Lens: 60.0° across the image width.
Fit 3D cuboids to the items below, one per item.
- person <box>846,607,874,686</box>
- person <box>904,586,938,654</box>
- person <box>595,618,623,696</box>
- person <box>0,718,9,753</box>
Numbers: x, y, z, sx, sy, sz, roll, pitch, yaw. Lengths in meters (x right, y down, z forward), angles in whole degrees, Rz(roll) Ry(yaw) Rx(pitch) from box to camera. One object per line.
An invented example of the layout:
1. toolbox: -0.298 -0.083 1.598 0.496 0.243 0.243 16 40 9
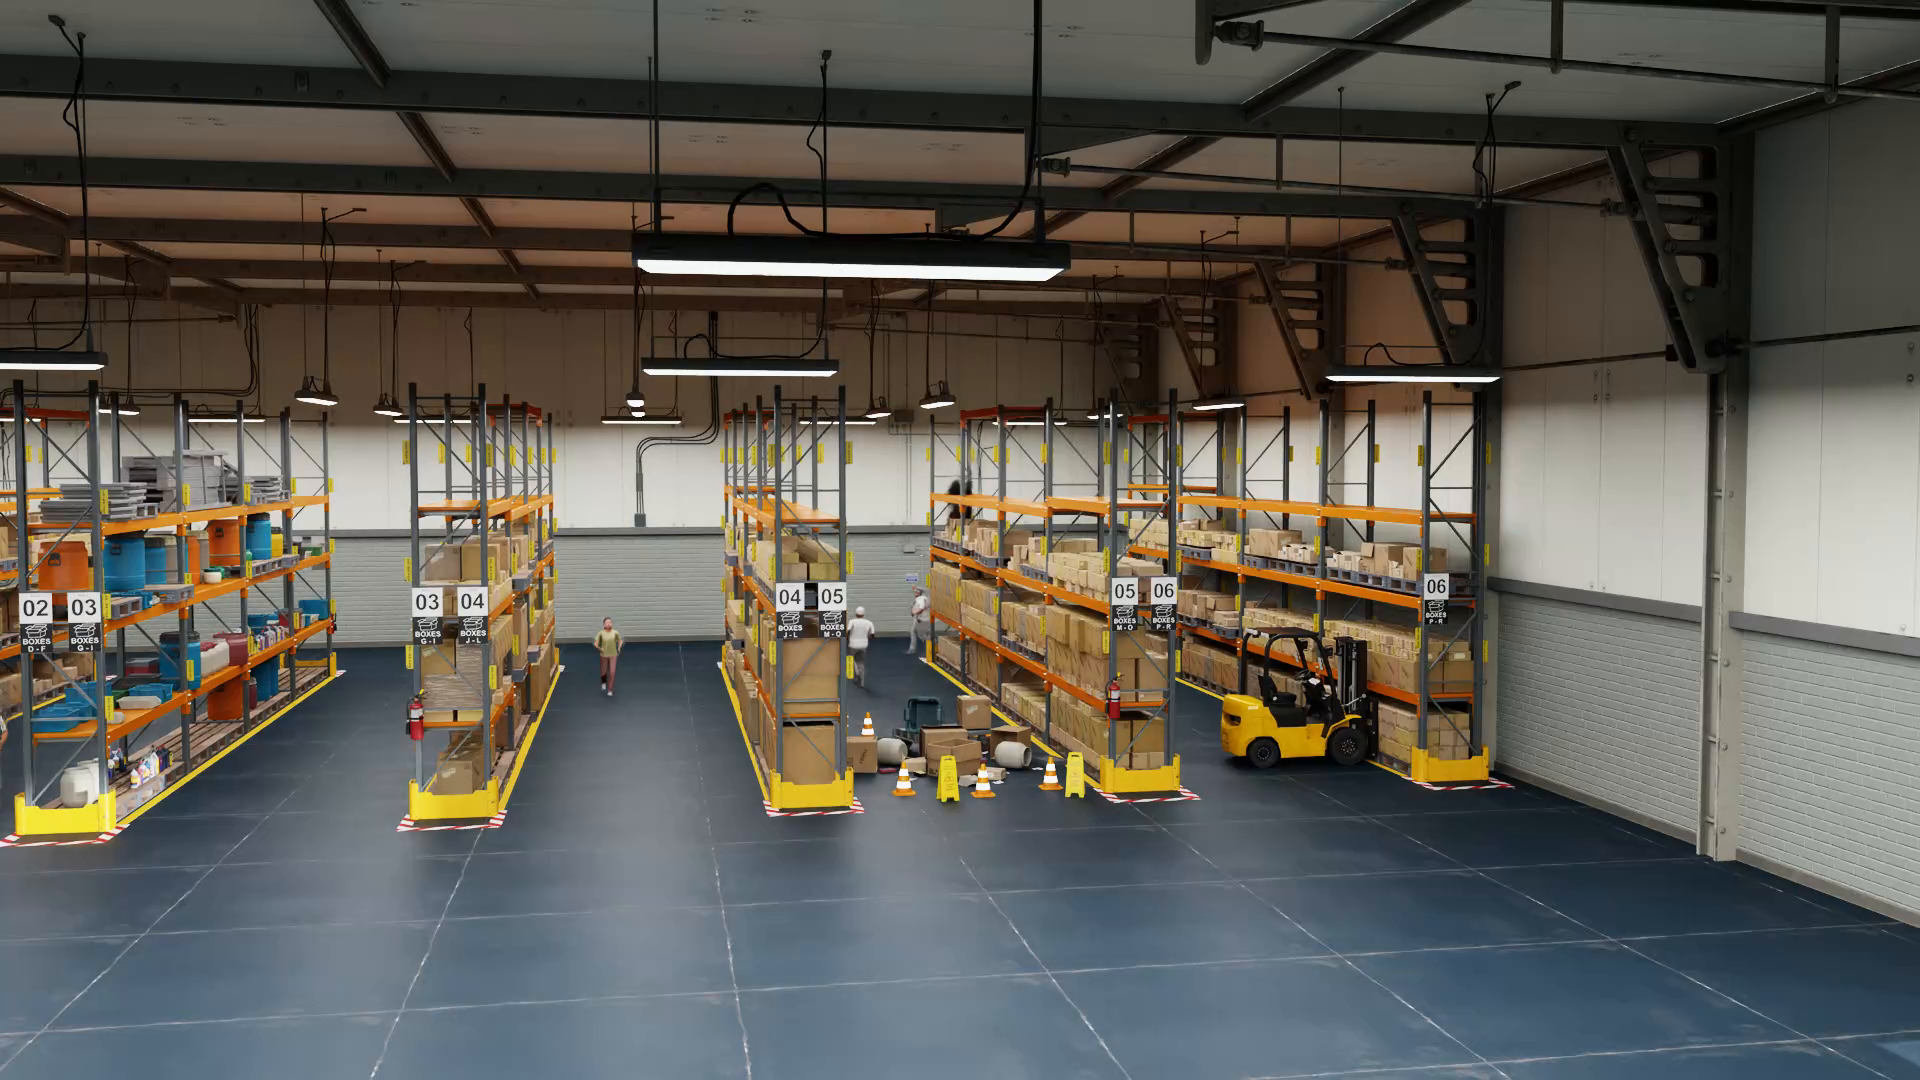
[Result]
1. person: -2.221 2.304 36.195 0.704 1.721 0.555 -1 3 -18
2. person: -0.971 2.023 41.697 0.928 1.739 0.693 0 3 3
3. person: -7.338 2.428 34.726 0.566 1.622 0.702 -1 3 -15
4. person: -13.728 3.013 23.427 0.595 1.624 0.671 -1 3 -14
